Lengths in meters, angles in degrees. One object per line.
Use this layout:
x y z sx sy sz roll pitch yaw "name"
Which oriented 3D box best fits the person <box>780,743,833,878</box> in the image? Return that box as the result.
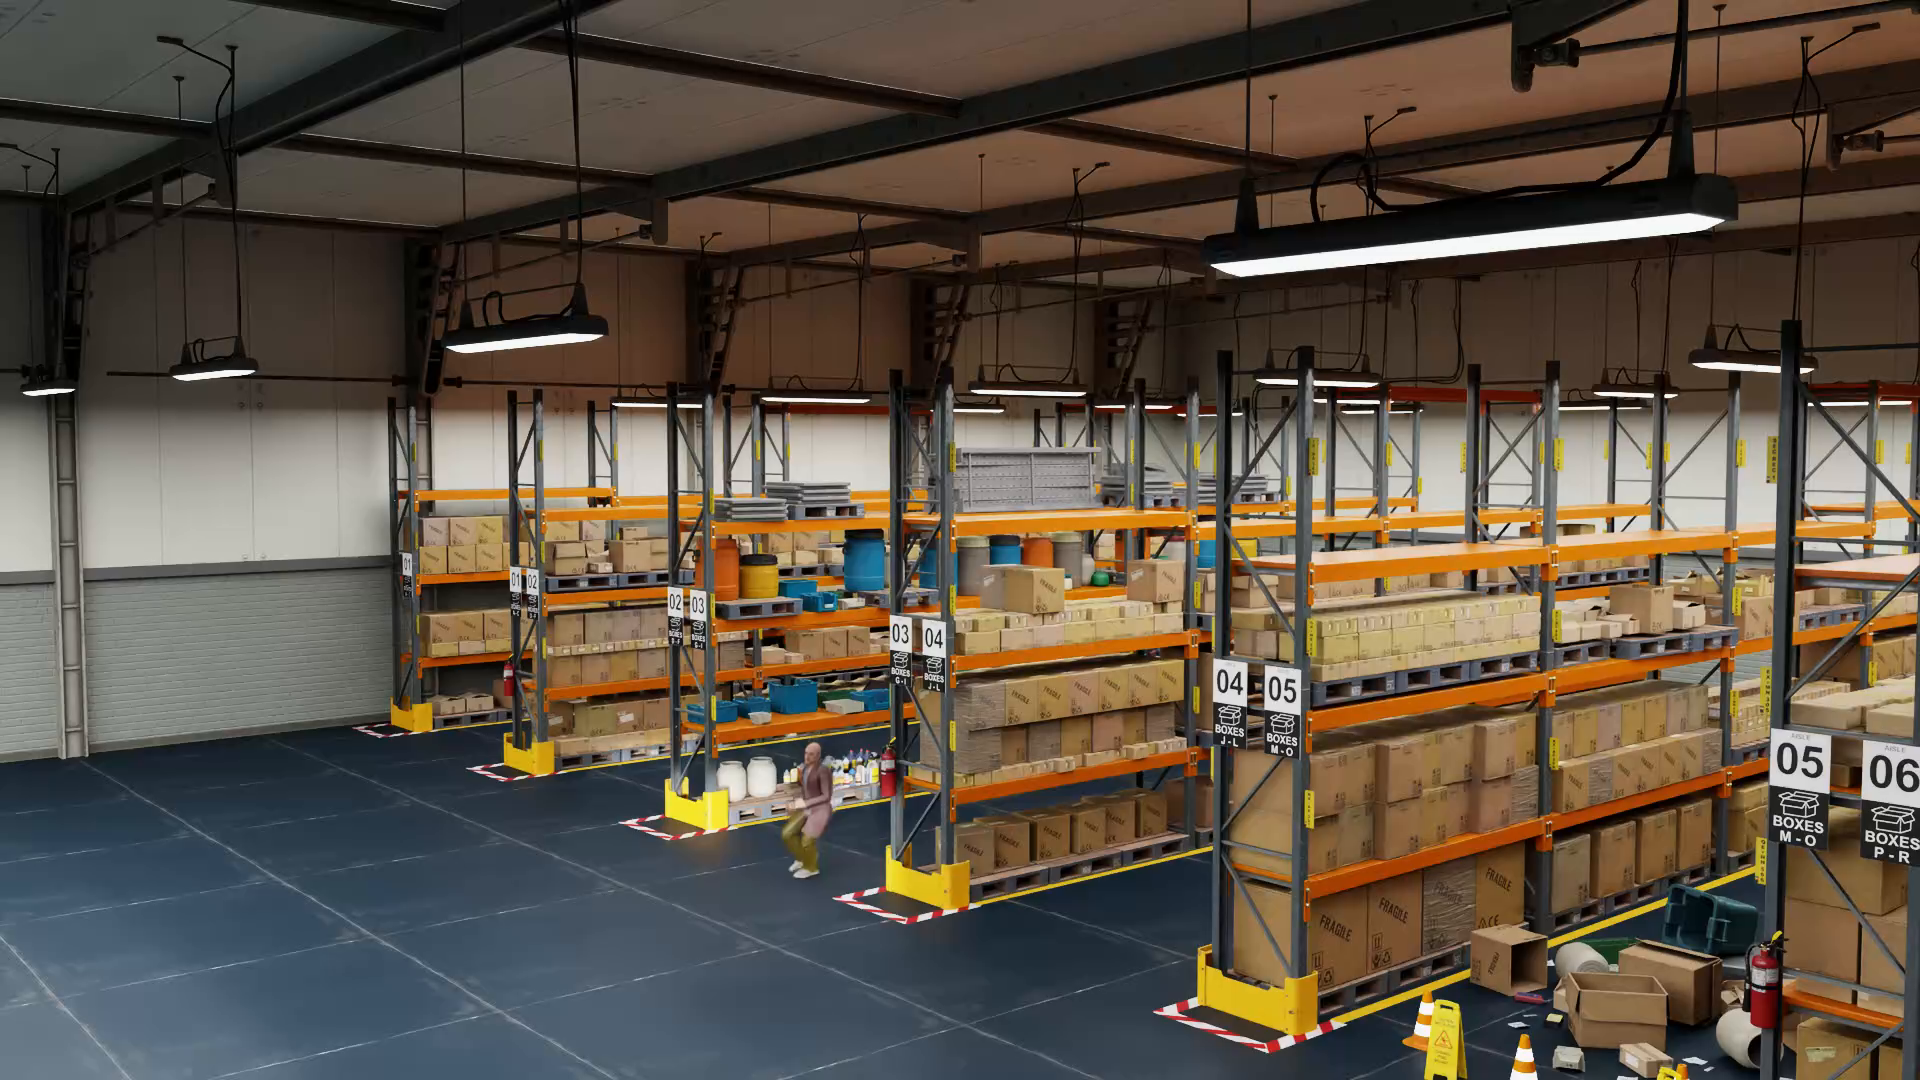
-1.792 3.184 19.497 0.903 1.659 0.728 3 5 45 "person"
